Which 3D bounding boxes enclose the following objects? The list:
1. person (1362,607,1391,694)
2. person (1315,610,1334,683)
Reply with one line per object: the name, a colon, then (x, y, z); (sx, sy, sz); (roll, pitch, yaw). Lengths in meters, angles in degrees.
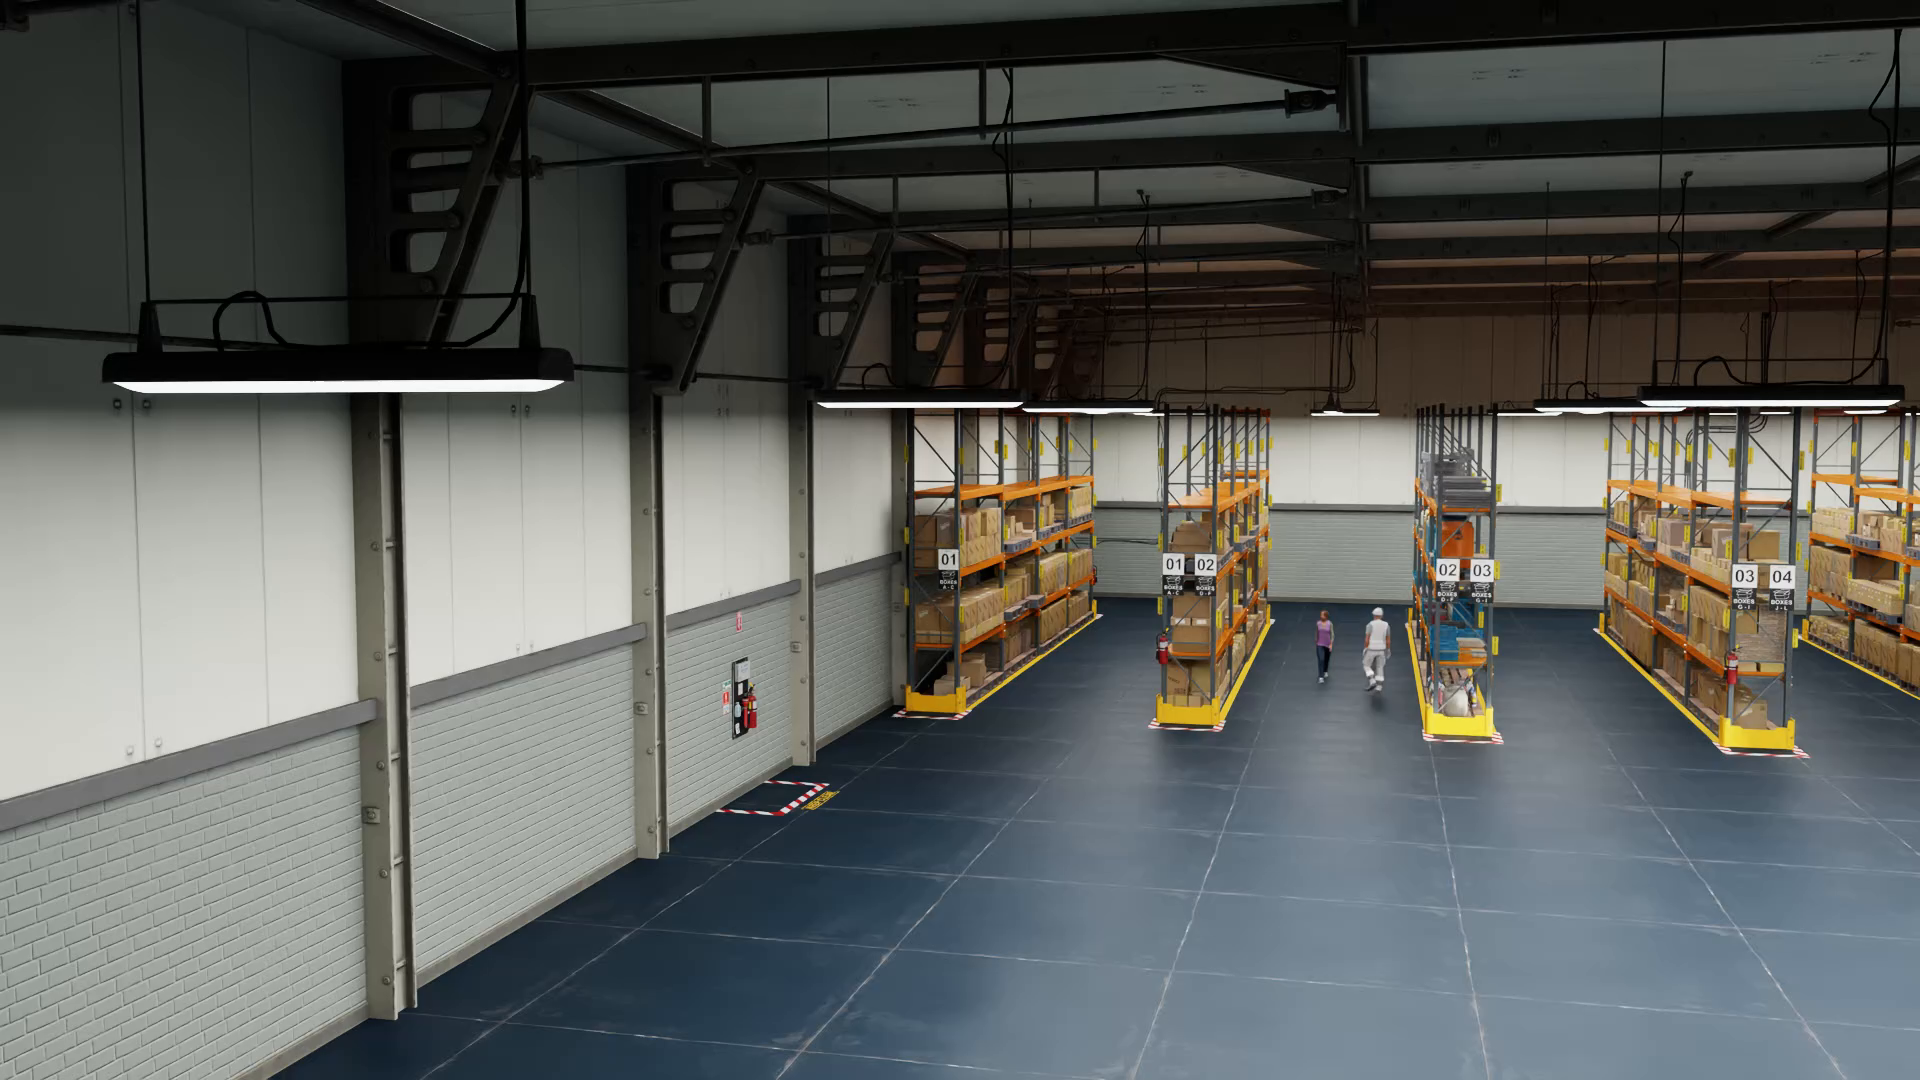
person: (8.707, 2.307, 34.663); (0.584, 1.791, 0.493); (-1, 4, -10)
person: (7.938, 2.293, 36.195); (0.389, 1.538, 0.972); (1, 4, 7)
